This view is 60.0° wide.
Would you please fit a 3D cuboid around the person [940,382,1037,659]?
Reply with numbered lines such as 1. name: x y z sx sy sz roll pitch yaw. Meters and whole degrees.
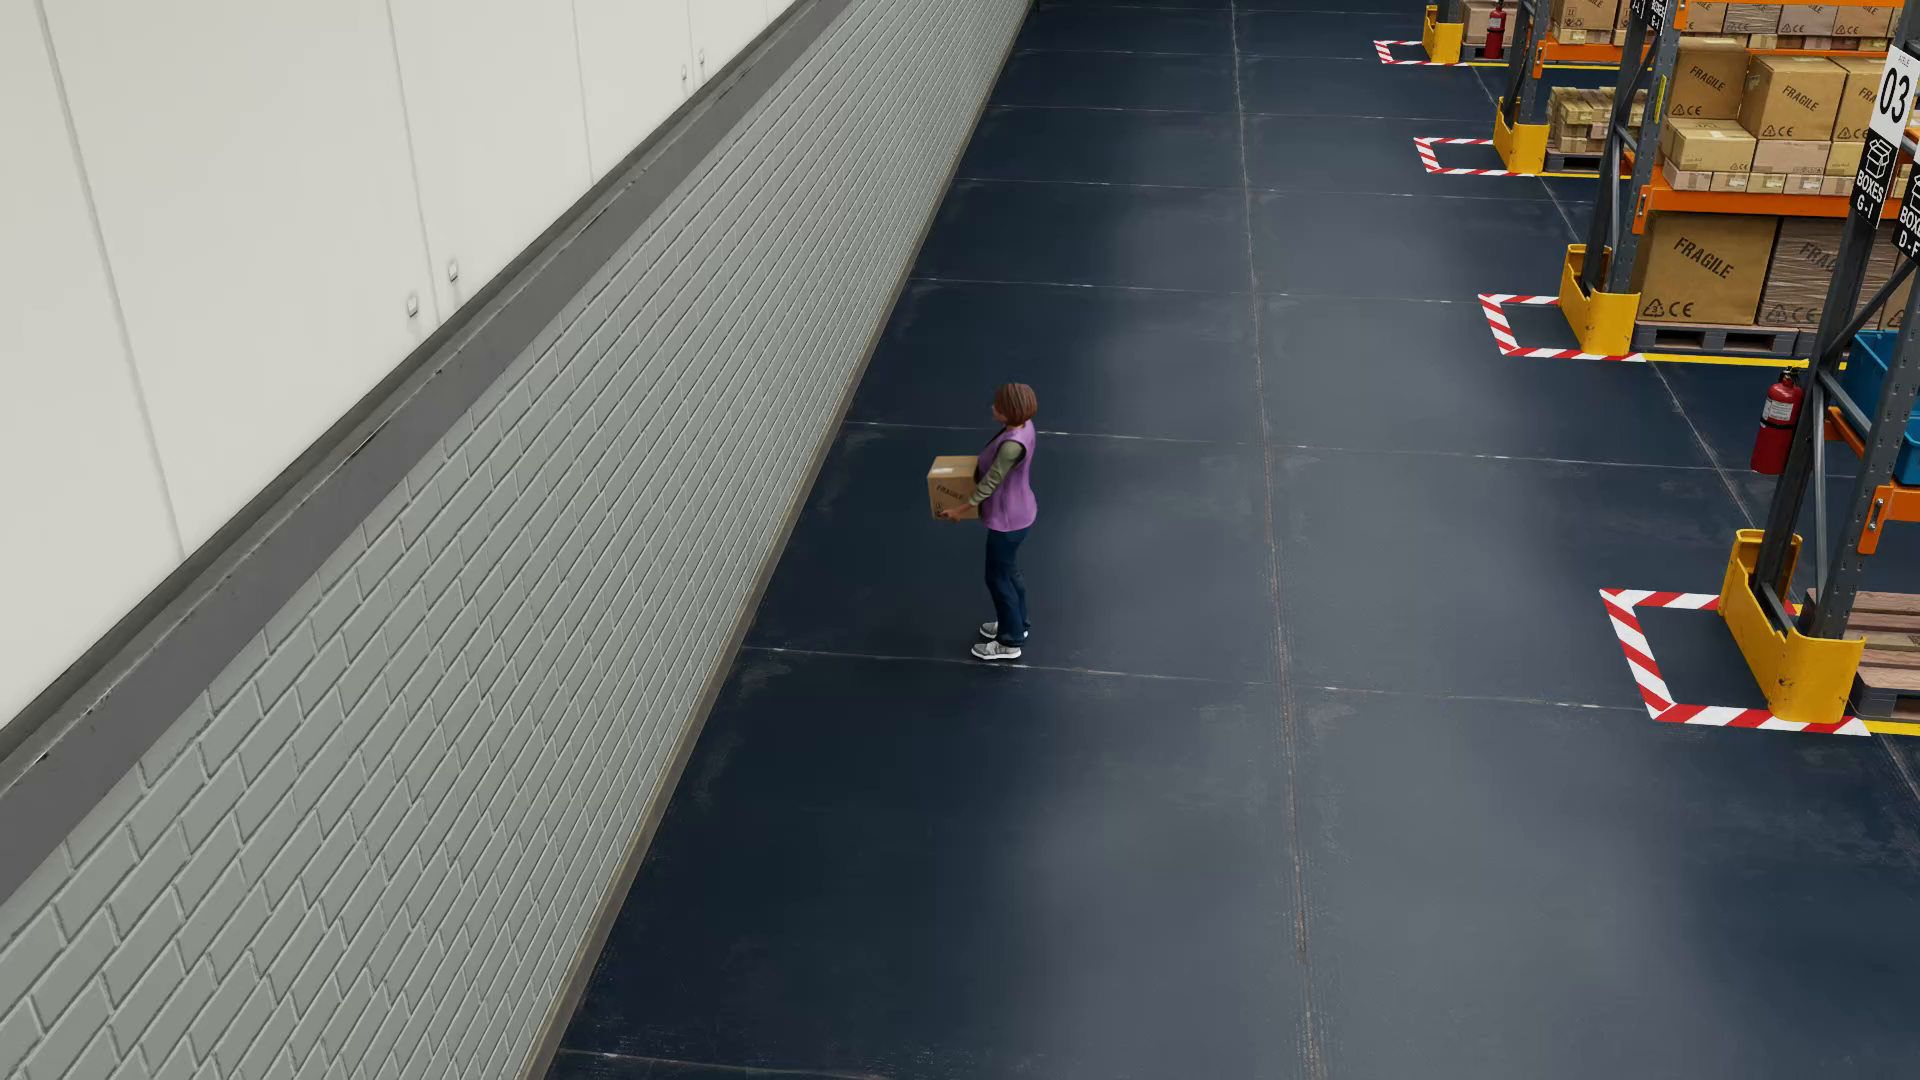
1. person: 0.160 -0.114 8.848 0.495 1.596 0.401 5 29 10
